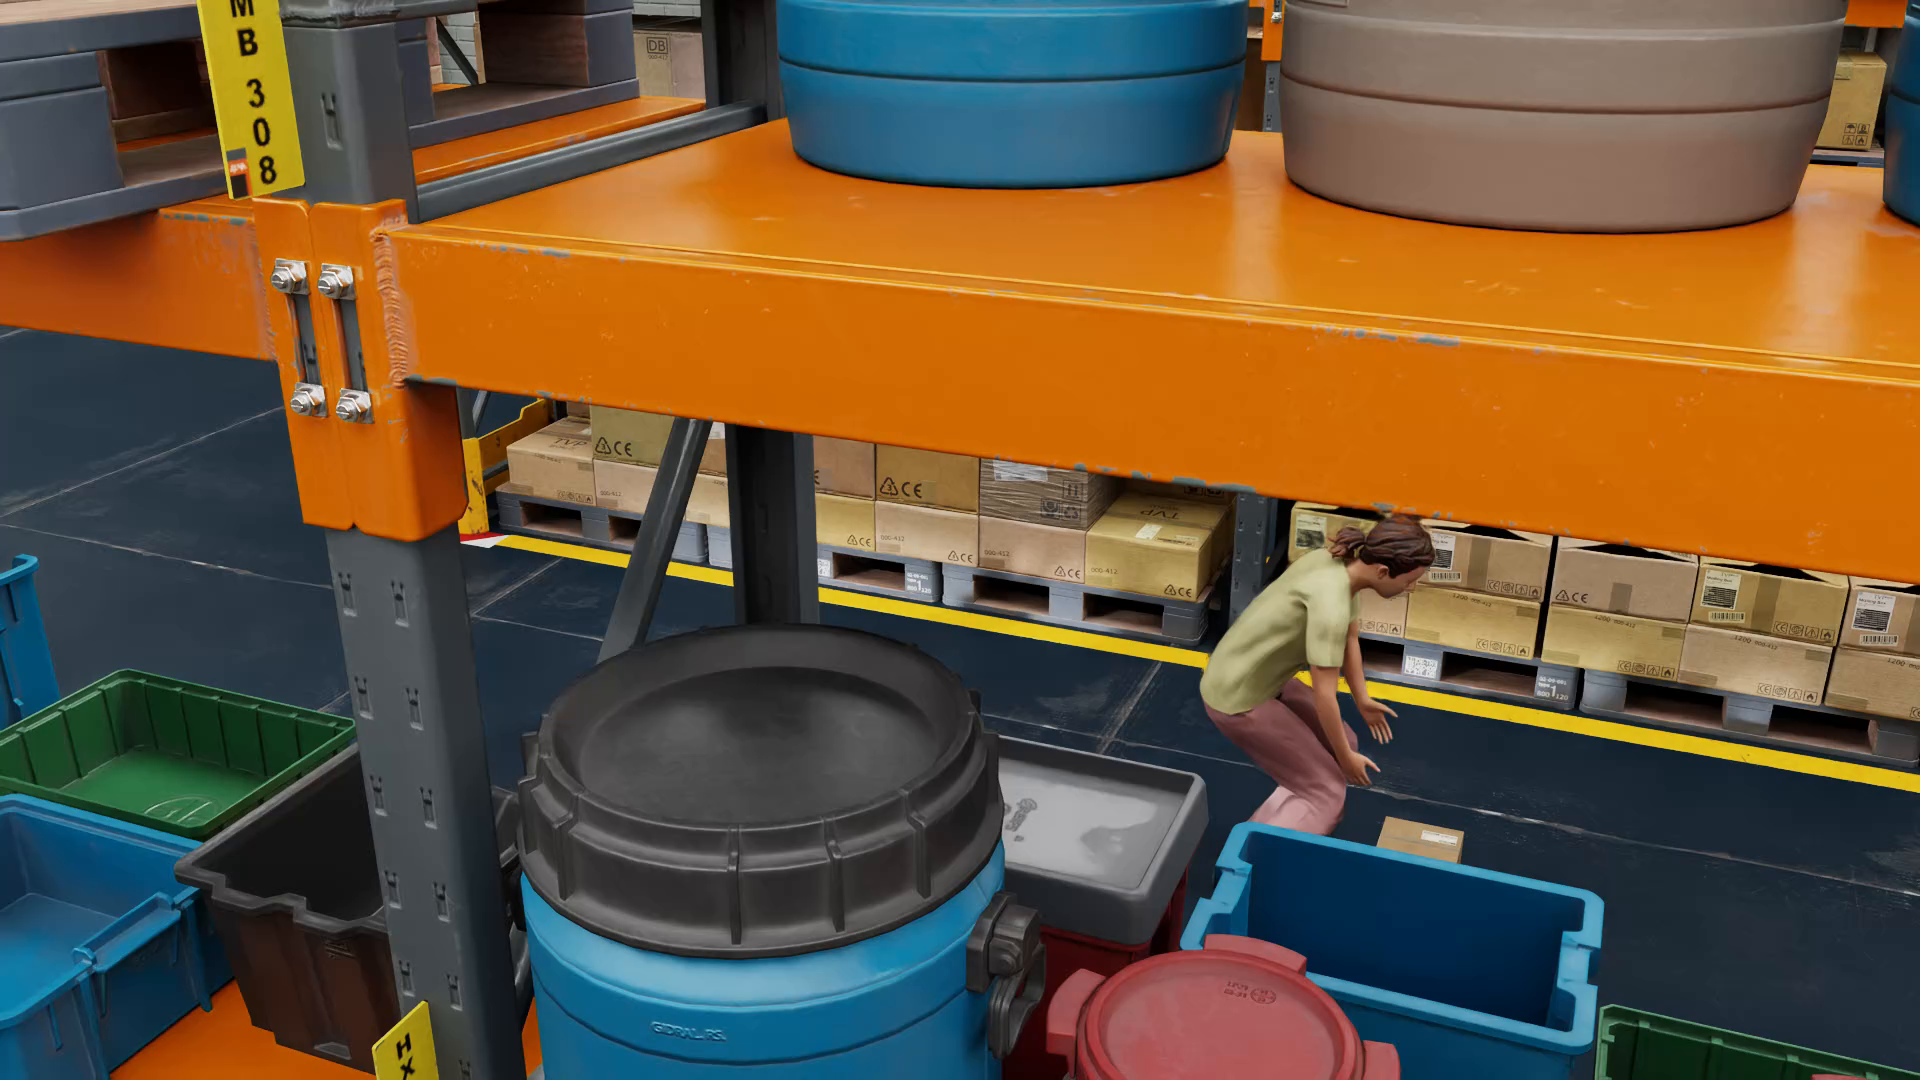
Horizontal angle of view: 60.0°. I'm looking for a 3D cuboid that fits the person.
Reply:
[{"bbox_3d":[1.111,0.518,5.294,0.667,1.333,0.511,9,24,20],"label":"person"}]
